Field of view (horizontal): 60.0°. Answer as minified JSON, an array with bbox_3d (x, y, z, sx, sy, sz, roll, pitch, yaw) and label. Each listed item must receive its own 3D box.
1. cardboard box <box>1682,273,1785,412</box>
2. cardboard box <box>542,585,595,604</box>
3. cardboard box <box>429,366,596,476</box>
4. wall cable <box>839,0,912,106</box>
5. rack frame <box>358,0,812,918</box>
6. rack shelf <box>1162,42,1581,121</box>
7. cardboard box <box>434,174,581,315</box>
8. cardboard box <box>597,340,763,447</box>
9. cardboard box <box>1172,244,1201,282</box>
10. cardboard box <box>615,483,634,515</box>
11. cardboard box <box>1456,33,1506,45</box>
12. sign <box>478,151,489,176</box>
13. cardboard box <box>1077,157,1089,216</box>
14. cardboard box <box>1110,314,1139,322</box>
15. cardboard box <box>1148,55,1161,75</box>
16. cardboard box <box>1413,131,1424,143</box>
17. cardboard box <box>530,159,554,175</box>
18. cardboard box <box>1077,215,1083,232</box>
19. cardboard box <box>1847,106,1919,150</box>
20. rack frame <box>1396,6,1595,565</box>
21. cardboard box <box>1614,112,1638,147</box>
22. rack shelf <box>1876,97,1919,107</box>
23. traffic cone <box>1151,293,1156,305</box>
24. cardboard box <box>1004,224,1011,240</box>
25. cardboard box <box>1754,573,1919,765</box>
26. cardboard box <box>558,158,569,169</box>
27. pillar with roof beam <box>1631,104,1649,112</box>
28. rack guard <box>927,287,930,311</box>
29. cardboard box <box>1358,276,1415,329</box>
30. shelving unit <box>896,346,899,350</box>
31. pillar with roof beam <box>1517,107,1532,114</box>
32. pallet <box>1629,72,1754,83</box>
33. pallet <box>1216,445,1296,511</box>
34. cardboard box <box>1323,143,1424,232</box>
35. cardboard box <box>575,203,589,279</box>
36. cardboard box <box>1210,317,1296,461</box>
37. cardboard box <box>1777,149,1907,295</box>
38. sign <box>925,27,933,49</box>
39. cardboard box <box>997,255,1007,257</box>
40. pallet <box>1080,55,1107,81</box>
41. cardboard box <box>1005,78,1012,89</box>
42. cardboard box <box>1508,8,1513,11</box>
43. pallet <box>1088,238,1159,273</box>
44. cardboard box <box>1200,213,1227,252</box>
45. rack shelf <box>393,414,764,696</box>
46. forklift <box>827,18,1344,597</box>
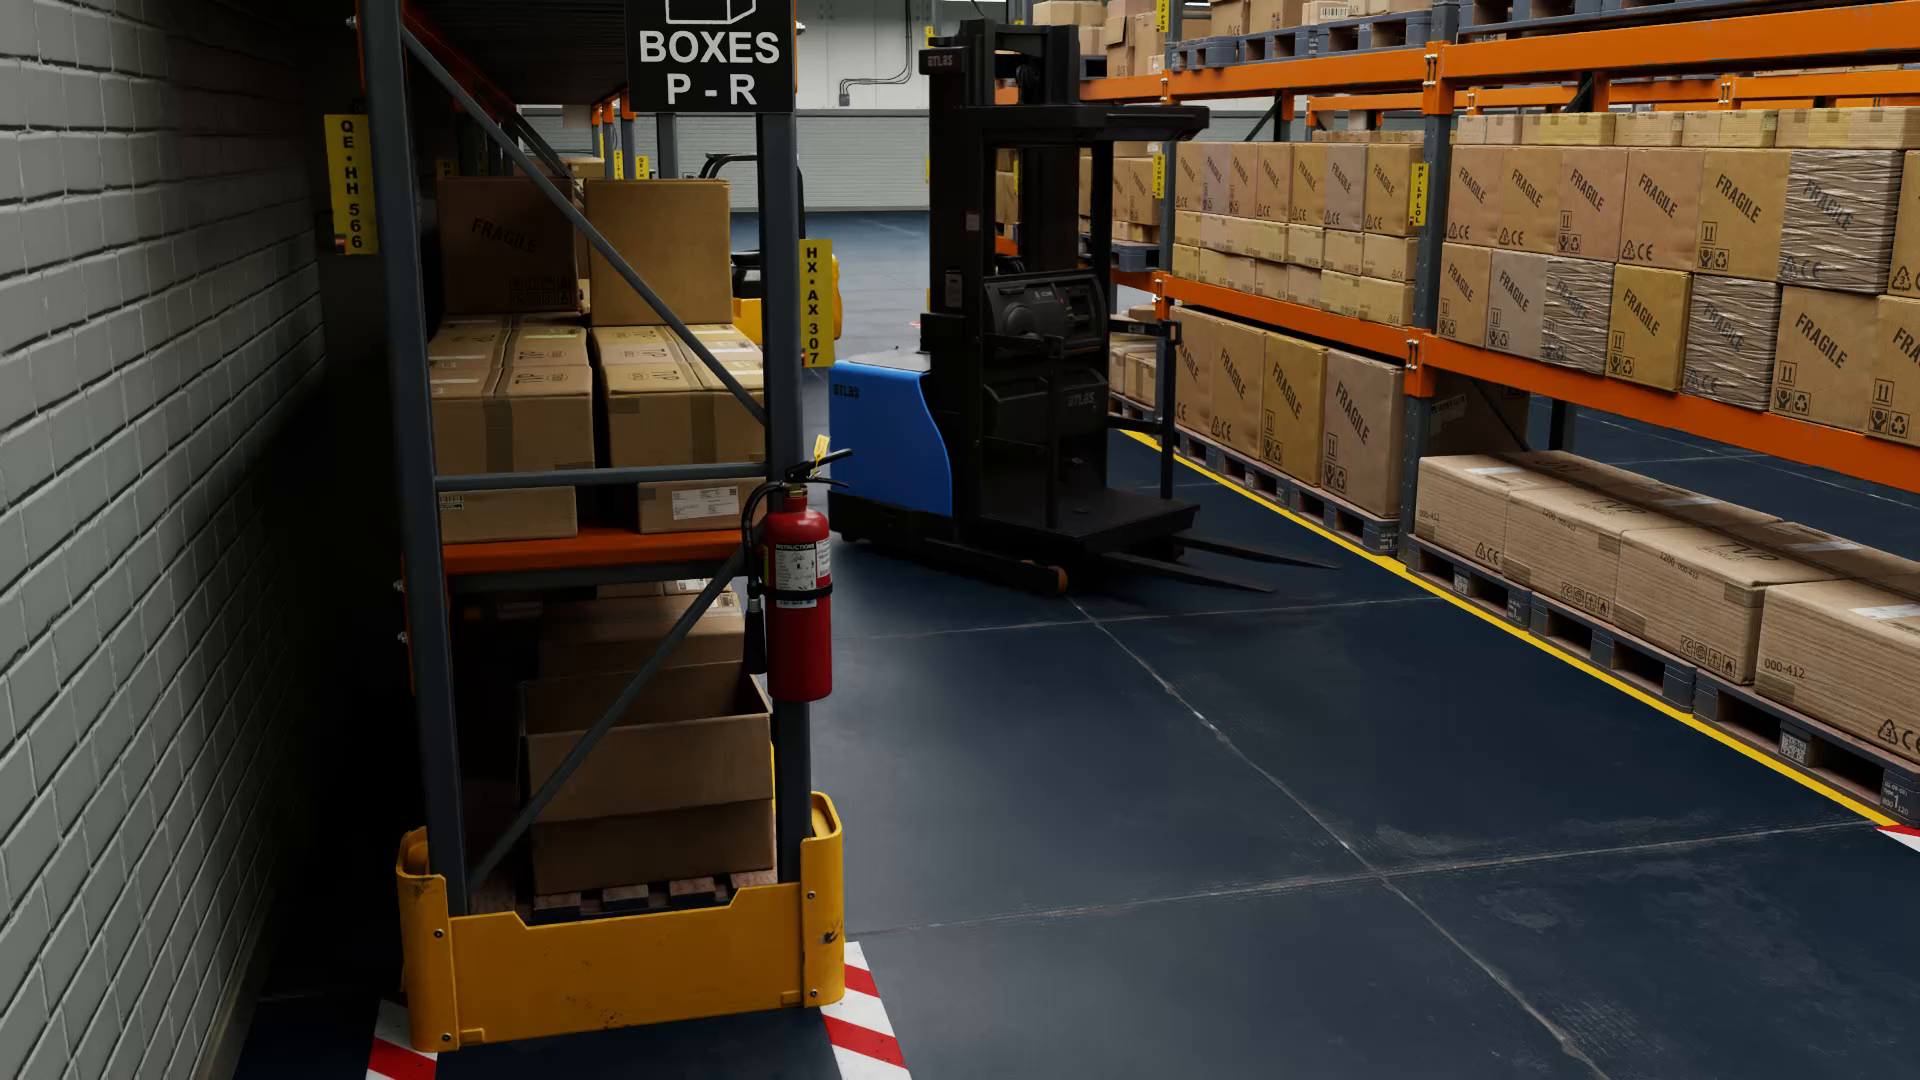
[{"bbox_3d":[3.317,-0.813,6.722,0.500,0.500,0.500,-3,14,-12],"label":"cardboard box"},{"bbox_3d":[-1.361,0.270,6.884,0.700,0.500,0.500,-4,14,-15],"label":"cardboard box"},{"bbox_3d":[-1.269,-0.318,4.598,0.500,0.250,0.500,-3,14,-12],"label":"cardboard box"},{"bbox_3d":[-2.593,-16.401,50.934,2.305,6.003,0.169,-3,14,-13],"label":"wall cable"},{"bbox_3d":[-0.902,-0.155,4.242,1.000,3.000,0.127,-3,14,-13],"label":"rack frame"},{"bbox_3d":[2.512,-2.925,10.773,1.077,0.370,4.000,-3,14,-13],"label":"rack shelf"},{"bbox_3d":[-1.751,-1.156,6.446,0.500,0.500,0.500,-4,14,-15],"label":"cardboard box"},{"bbox_3d":[-0.866,-0.463,5.190,0.500,0.250,0.500,-3,14,-13],"label":"cardboard box"},{"bbox_3d":[1.913,-2.078,12.430,0.500,0.250,0.500,-4,14,-14],"label":"cardboard box"},{"bbox_3d":[-0.818,-0.180,4.874,0.380,0.149,0.250,-3,14,-12],"label":"cardboard box"},{"bbox_3d":[5.526,-5.381,17.905,0.500,0.250,0.500,-3,14,-14],"label":"cardboard box"},{"bbox_3d":[-3.320,-2.531,11.529,0.100,0.325,0.005,-3,14,-13],"label":"sign"},{"bbox_3d":[1.287,-3.126,14.679,0.500,0.500,0.500,-4,14,-15],"label":"cardboard box"},{"bbox_3d":[1.229,-2.008,16.476,0.950,0.372,0.625,-3,14,-12],"label":"cardboard box"},{"bbox_3d":[1.698,-3.731,13.088,0.380,0.149,0.250,-3,14,-13],"label":"cardboard box"},{"bbox_3d":[5.596,-4.305,18.637,0.875,0.550,0.550,-3,14,-13],"label":"cardboard box"},{"bbox_3d":[-4.388,-3.846,17.144,0.380,0.149,0.250,-3,14,-12],"label":"cardboard box"},{"bbox_3d":[1.205,-2.836,14.858,0.380,0.149,0.250,-3,14,-11],"label":"cardboard box"},{"bbox_3d":[3.417,-1.466,5.922,0.380,0.149,0.250,-3,14,-14],"label":"cardboard box"},{"bbox_3d":[2.982,-1.355,9.155,1.000,3.000,0.127,-3,14,-13],"label":"rack frame"},{"bbox_3d":[3.153,-1.826,7.396,0.380,0.149,0.250,-3,14,-13],"label":"cardboard box"},{"bbox_3d":[11.206,-4.400,16.811,1.077,0.370,4.000,-3,14,-13],"label":"rack shelf"},{"bbox_3d":[2.518,-3.004,21.250,0.336,0.463,0.334,-3,14,-13],"label":"traffic cone"},{"bbox_3d":[0.666,-3.193,17.207,0.380,0.149,0.250,-3,14,-12],"label":"cardboard box"},{"bbox_3d":[3.669,0.461,6.233,0.875,0.438,0.875,-4,14,-15],"label":"cardboard box"},{"bbox_3d":[-4.209,-4.108,18.217,0.380,0.149,0.250,-3,14,-13],"label":"cardboard box"},{"bbox_3d":[15.425,-13.602,46.642,9.100,9.000,0.548,-3,14,-13],"label":"pillar with roof beam"},{"bbox_3d":[0.182,-2.892,20.711,1.175,0.500,0.348,-3,14,-13],"label":"rack guard"},{"bbox_3d":[2.632,-1.372,9.539,0.500,0.250,0.500,-4,14,-15],"label":"cardboard box"},{"bbox_3d":[-0.352,-0.683,10.512,0.215,1.050,0.252,5,15,19],"label":"shelving unit"},{"bbox_3d":[14.016,-14.986,52.307,9.100,9.000,0.548,-3,14,-13],"label":"pillar with roof beam"},{"bbox_3d":[6.628,-4.088,14.419,1.213,0.211,1.003,-3,14,-11],"label":"pallet"},{"bbox_3d":[2.438,-0.457,11.352,1.003,0.211,1.213,-3,14,-13],"label":"pallet"},{"bbox_3d":[2.504,-2.098,9.876,0.500,0.500,0.500,-3,14,-12],"label":"cardboard box"},{"bbox_3d":[-1.738,-1.455,8.465,0.700,0.500,0.500,-3,14,-12],"label":"cardboard box"},{"bbox_3d":[2.329,-1.080,11.620,0.875,0.875,0.875,-3,14,-13],"label":"cardboard box"},{"bbox_3d":[3.426,-1.184,6.135,0.500,0.500,0.500,-3,14,-13],"label":"cardboard box"},{"bbox_3d":[-0.364,-5.975,19.902,0.100,0.325,0.005,-3,14,-13],"label":"sign"},{"bbox_3d":[0.731,-3.066,19.485,0.500,0.500,0.500,-3,14,-11],"label":"cardboard box"},{"bbox_3d":[1.391,-4.180,14.790,1.213,0.211,1.003,-3,14,-13],"label":"pallet"},{"bbox_3d":[0.675,-4.713,17.106,0.380,0.149,0.250,-3,14,-13],"label":"cardboard box"},{"bbox_3d":[3.205,-3.086,9.317,0.396,0.266,0.258,-3,14,-14],"label":"cardboard box"},{"bbox_3d":[1.772,-2.344,13.603,1.213,0.211,1.003,-3,14,-13],"label":"pallet"},{"bbox_3d":[2.042,-2.198,11.867,0.500,0.250,0.500,-3,14,-12],"label":"cardboard box"},{"bbox_3d":[-1.372,-0.267,6.216,1.077,0.370,4.000,-3,14,-13],"label":"rack shelf"},{"bbox_3d":[0.627,-1.264,8.927,3.031,2.935,1.130,13,19,42],"label":"forklift"}]
